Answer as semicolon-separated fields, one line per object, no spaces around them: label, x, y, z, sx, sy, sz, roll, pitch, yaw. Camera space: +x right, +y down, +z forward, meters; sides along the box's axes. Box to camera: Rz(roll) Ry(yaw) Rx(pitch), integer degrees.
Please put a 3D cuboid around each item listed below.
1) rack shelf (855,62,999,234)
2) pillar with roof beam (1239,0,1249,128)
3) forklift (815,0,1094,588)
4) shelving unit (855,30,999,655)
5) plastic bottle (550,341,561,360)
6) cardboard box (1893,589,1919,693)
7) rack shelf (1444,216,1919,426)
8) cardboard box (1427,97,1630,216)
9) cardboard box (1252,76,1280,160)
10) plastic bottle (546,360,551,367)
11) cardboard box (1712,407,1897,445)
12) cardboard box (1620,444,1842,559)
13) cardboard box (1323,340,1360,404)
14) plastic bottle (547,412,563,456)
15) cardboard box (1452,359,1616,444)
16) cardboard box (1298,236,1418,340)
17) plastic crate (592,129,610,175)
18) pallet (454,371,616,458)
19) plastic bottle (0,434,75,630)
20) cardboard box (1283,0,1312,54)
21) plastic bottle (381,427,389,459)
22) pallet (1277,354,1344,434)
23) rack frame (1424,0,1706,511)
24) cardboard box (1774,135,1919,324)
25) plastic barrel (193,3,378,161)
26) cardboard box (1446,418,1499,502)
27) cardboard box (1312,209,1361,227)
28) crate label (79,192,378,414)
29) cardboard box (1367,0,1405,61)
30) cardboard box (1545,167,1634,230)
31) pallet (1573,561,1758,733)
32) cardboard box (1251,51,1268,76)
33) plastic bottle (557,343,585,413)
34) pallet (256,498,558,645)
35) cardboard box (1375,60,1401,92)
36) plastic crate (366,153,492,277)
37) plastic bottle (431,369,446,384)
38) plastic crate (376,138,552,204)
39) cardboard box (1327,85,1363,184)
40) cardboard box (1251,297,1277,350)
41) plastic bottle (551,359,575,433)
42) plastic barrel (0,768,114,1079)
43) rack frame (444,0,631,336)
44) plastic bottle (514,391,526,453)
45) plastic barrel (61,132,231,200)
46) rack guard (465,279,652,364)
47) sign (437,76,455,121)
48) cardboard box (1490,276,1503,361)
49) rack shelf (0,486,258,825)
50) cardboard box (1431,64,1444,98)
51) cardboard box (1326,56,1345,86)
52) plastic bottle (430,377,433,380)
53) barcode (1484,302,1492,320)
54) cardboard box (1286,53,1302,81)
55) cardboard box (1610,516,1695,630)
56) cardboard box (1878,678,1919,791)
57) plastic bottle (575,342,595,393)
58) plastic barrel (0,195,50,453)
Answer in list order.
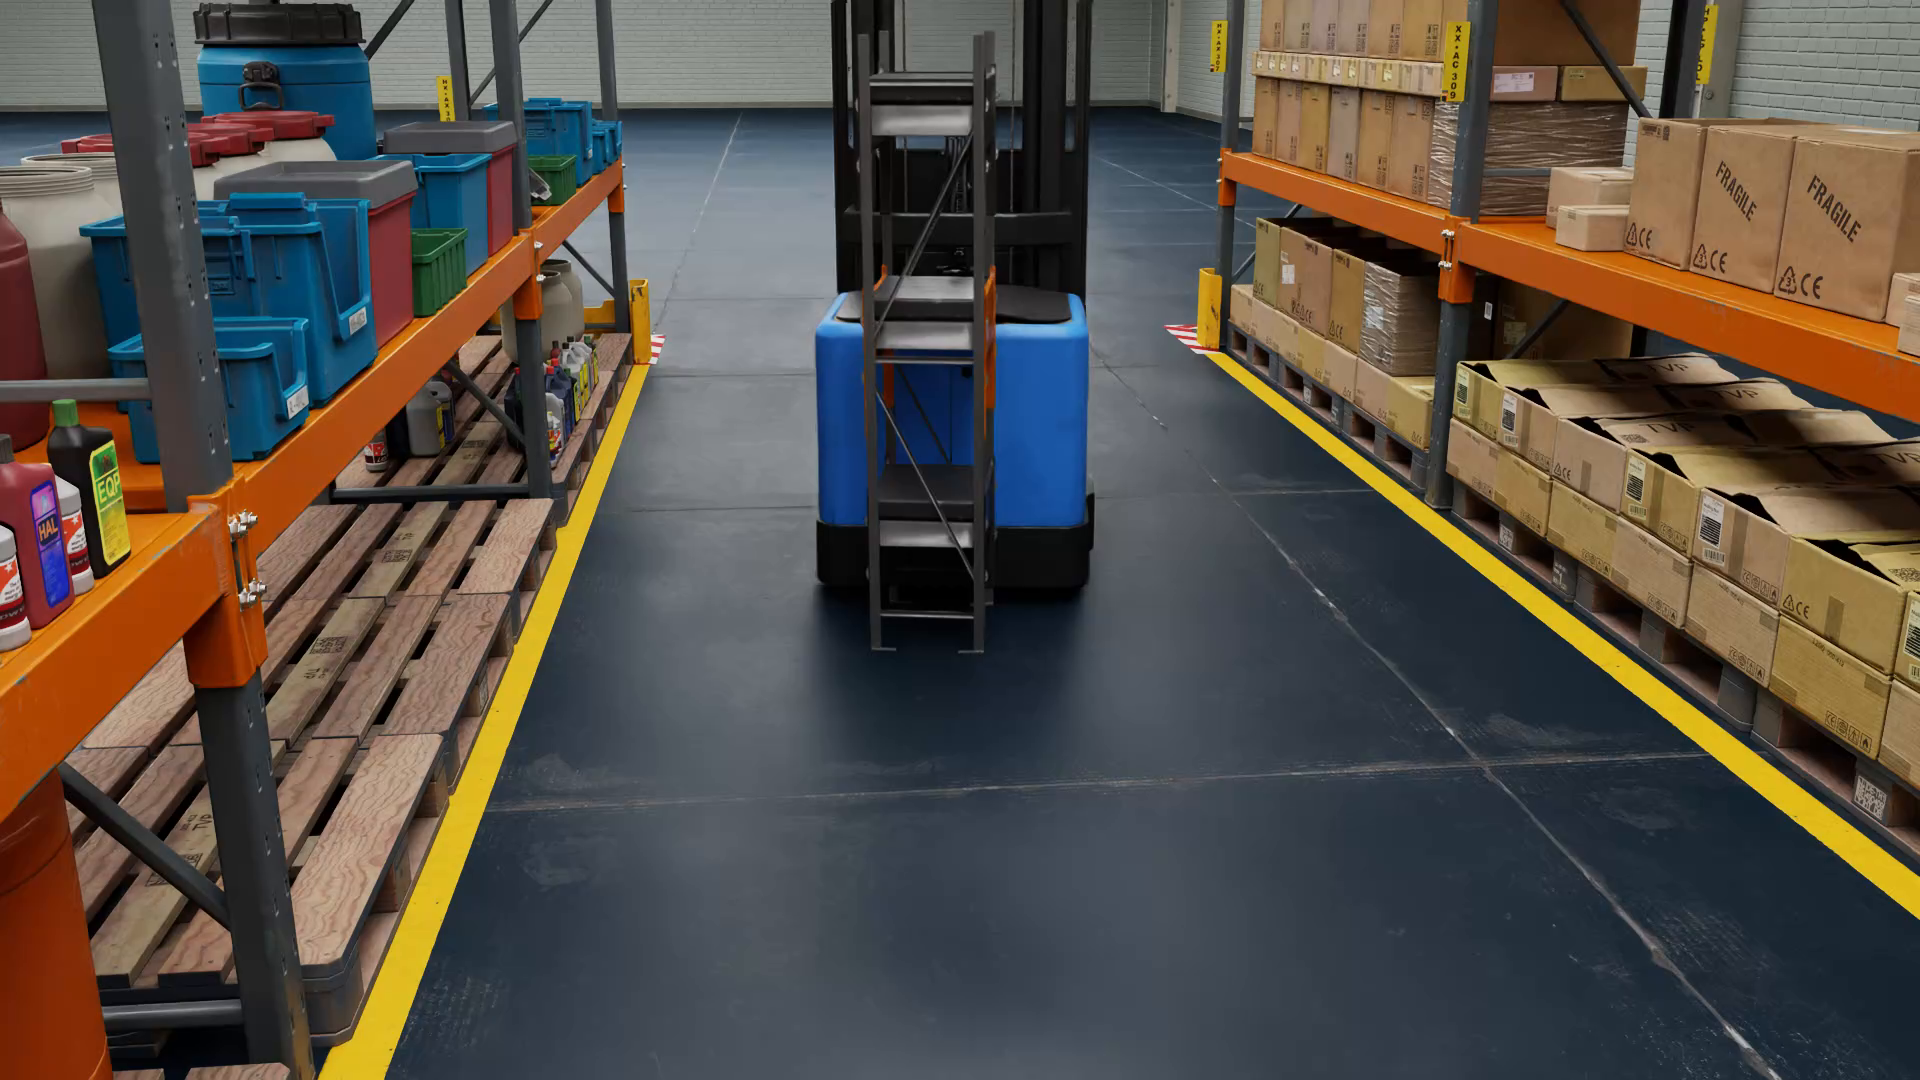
rack shelf;-0.100;-1.325;5.585;0.431;0.518;0.480;1;18;5
pillar with roof beam;1.346;-12.641;32.419;9.100;9.000;0.400;-2;18;-6
forklift;0.014;-1.604;7.394;1.130;2.935;3.031;1;17;2
shelving unit;-0.098;-0.673;5.801;0.431;2.100;0.503;1;18;5
plastic bottle;-2.165;-0.938;8.958;0.061;0.283;0.133;-2;18;-6
cardboard box;2.770;0.290;4.199;0.500;0.311;0.500;-1;17;-4
rack shelf;2.862;-0.658;5.467;1.077;0.370;4.000;-2;18;-6
cardboard box;2.604;-1.777;7.663;0.700;0.500;0.500;-2;18;-7
cardboard box;2.279;-2.697;10.594;0.700;0.500;0.500;-2;18;-6
plastic bottle;-2.167;-0.852;8.820;0.097;0.201;0.097;0;17;0
cardboard box;3.092;-0.338;6.199;0.500;0.311;0.500;-2;18;-6
cardboard box;2.611;-0.165;5.647;0.500;0.311;0.500;-1;17;-4
cardboard box;2.283;-0.915;8.974;0.500;0.250;0.500;-2;18;-6
plastic bottle;-1.889;-0.489;7.665;0.097;0.201;0.097;0;17;0
cardboard box;2.451;-0.623;7.106;0.500;0.311;0.500;-2;18;-5
cardboard box;2.230;-1.422;9.336;0.500;0.500;0.500;-2;18;-6
plastic crate;-2.273;-2.233;9.530;0.499;0.251;0.408;-2;18;-6
pallet;-2.428;-0.681;8.993;1.003;0.211;1.213;-2;18;-6
plastic bottle;-1.369;-0.022;2.434;0.061;0.283;0.133;-2;18;-6
cardboard box;2.344;-3.144;9.851;0.700;0.500;0.500;-2;18;-7
plastic bottle;-2.649;-0.493;7.539;0.061;0.283;0.133;-1;17;-3
pallet;2.487;-0.870;9.594;1.003;0.211;1.213;-2;18;-6
rack frame;2.656;-1.597;7.258;1.000;3.000;0.127;-2;18;-6
cardboard box;2.879;-0.953;5.037;0.500;0.500;0.500;-3;18;-9
plastic barrel;-2.533;-1.560;6.302;0.600;0.901;0.708;-2;18;-6
cardboard box;2.451;-0.358;7.199;0.500;0.250;0.500;-2;18;-7
cardboard box;2.595;-1.885;10.811;0.500;0.500;0.500;-2;18;-6
crate label;-1.692;-0.575;3.942;0.502;0.435;0.616;-2;18;-6
cardboard box;2.500;-2.696;8.423;0.700;0.500;0.500;-2;18;-6
cardboard box;2.750;-1.381;6.817;0.500;0.250;0.500;-1;17;-2
pallet;2.900;0.316;5.819;1.003;0.211;1.213;-2;18;-6
cardboard box;2.070;-3.023;10.548;0.380;0.149;0.250;-2;18;-6
plastic bottle;-2.005;-0.828;8.494;0.144;0.351;0.185;-2;18;-6
pallet;-2.152;0.118;6.450;1.003;0.211;1.213;-2;18;-6
cardboard box;2.312;-2.332;8.348;0.380;0.149;0.250;-2;18;-6
plastic crate;-1.848;-1.119;5.760;0.392;0.384;0.575;-2;18;-6
plastic bottle;-2.578;-0.707;8.221;0.061;0.283;0.133;-2;18;-6
plastic crate;-2.199;-1.576;7.292;0.767;0.338;0.504;-2;18;-6
cardboard box;2.441;-2.236;9.125;0.700;0.500;0.500;-1;17;-4
cardboard box;2.133;-1.362;10.398;0.500;0.250;0.500;-2;18;-6
plastic bottle;-1.961;-0.701;8.091;0.144;0.351;0.185;-3;18;-8
plastic barrel;-1.791;0.726;2.777;0.600;0.830;0.708;-2;18;-6
rack frame;-2.684;-2.637;10.570;1.000;3.000;0.127;-2;18;-6
plastic bottle;-2.035;-0.560;7.753;0.061;0.283;0.133;-2;18;-6
plastic barrel;-2.270;-0.871;4.717;0.433;0.535;0.433;0;17;0
rack guard;-2.629;-1.423;10.877;1.175;0.500;0.348;-2;18;-6
sign;-3.231;-2.754;10.478;0.100;0.325;0.005;-2;18;-6
cardboard box;2.860;-1.140;8.439;0.500;0.500;0.500;-2;18;-6
rack shelf;-1.652;0.685;1.187;1.077;0.370;4.000;-2;18;-6
cardboard box;2.391;-2.103;7.617;0.380;0.149;0.250;-2;18;-7
cardboard box;2.227;-2.565;9.089;0.380;0.149;0.250;-2;18;-5
plastic bottle;-2.690;-0.741;8.342;0.152;0.276;0.135;-1;17;-5
barcode;2.268;-0.984;7.139;0.001;0.075;0.075;-2;18;-6
cardboard box;2.148;-2.795;9.821;0.380;0.149;0.250;-2;18;-6
cardboard box;2.610;0.100;5.740;0.500;0.250;0.500;-1;17;-5
cardboard box;2.772;0.557;4.286;0.500;0.250;0.500;-1;17;-4
plastic bottle;-2.060;-0.938;8.970;0.152;0.276;0.135;-2;18;-5
plastic barrel;-2.208;-0.448;3.368;0.600;0.536;0.708;-2;18;-6
